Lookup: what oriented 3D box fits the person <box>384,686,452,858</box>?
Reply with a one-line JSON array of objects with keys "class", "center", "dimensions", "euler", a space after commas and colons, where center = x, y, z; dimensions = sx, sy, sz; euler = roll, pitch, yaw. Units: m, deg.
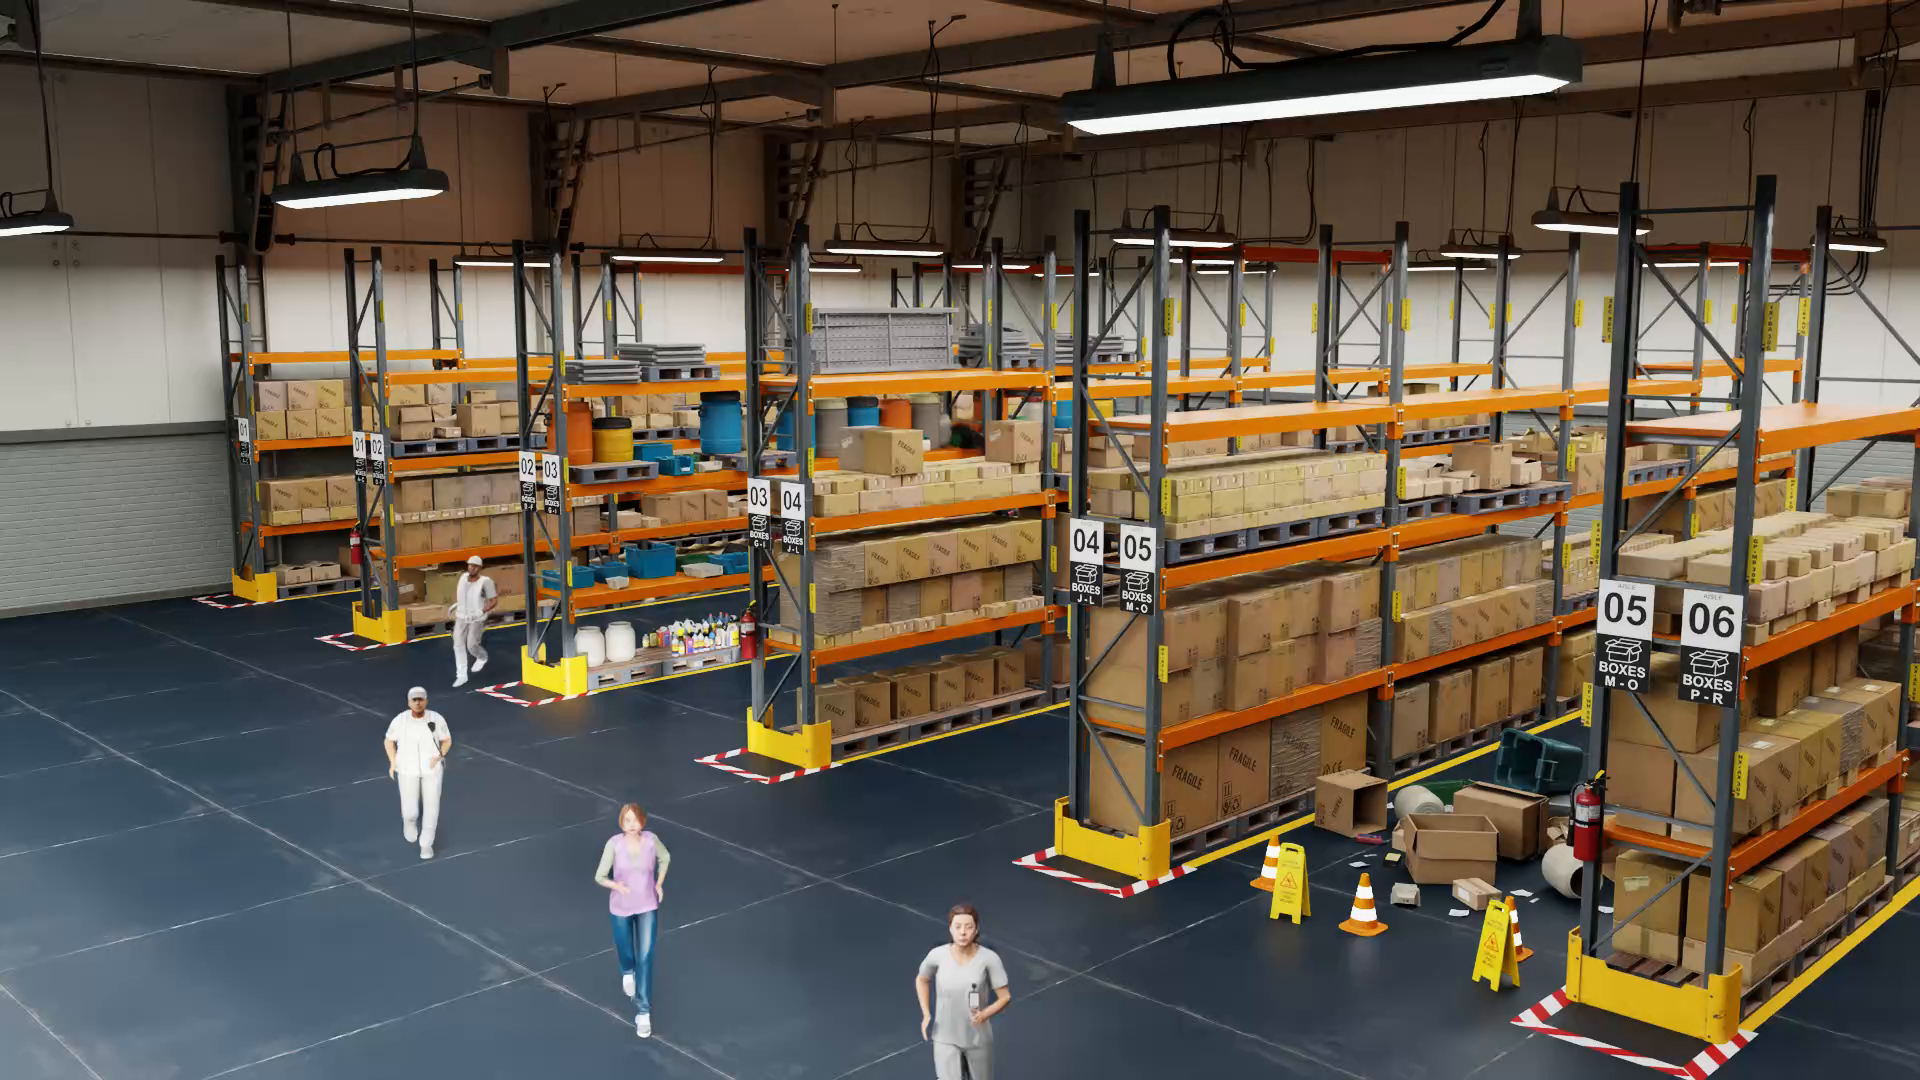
[{"class": "person", "center": [-5.061, 2.175, 15.585], "dimensions": [0.607, 1.624, 0.547], "euler": [-3, 9, -19]}]

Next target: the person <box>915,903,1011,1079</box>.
[{"class": "person", "center": [0.014, 2.962, 9.904], "dimensions": [0.577, 1.641, 0.867], "euler": [0, 8, 3]}]

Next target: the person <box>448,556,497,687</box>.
[{"class": "person", "center": [-6.651, 1.079, 22.821], "dimensions": [0.707, 1.763, 0.787], "euler": [2, 8, 13]}]

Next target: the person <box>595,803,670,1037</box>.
[{"class": "person", "center": [-2.342, 2.663, 11.974], "dimensions": [0.545, 1.580, 0.873], "euler": [-2, 8, -14]}]
